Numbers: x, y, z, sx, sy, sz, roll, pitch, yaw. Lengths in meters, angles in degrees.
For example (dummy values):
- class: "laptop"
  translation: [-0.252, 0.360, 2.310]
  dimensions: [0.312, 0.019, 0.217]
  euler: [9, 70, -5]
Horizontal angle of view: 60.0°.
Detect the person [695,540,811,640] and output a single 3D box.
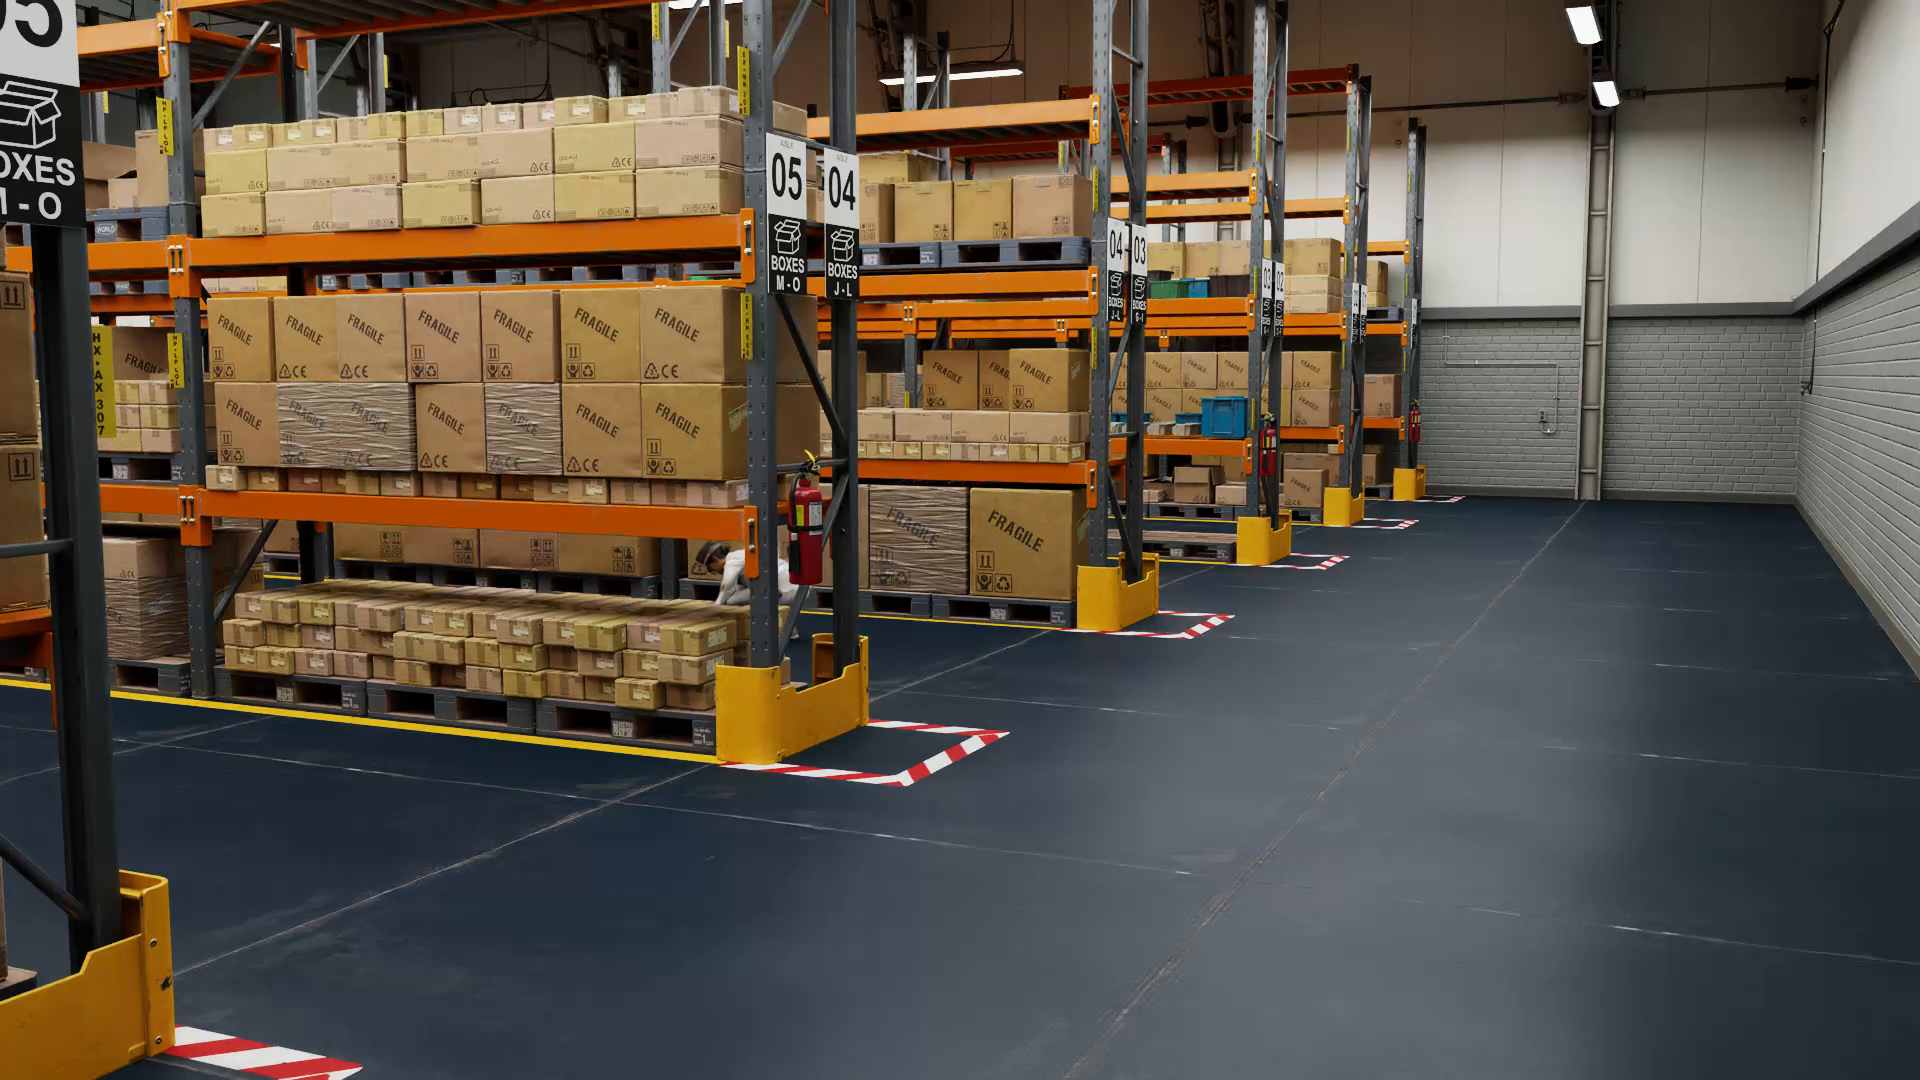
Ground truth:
- class: "person"
  translation: [-1.562, 0.410, 12.515]
  dimensions: [0.886, 0.853, 0.474]
  euler: [2, 6, 23]
